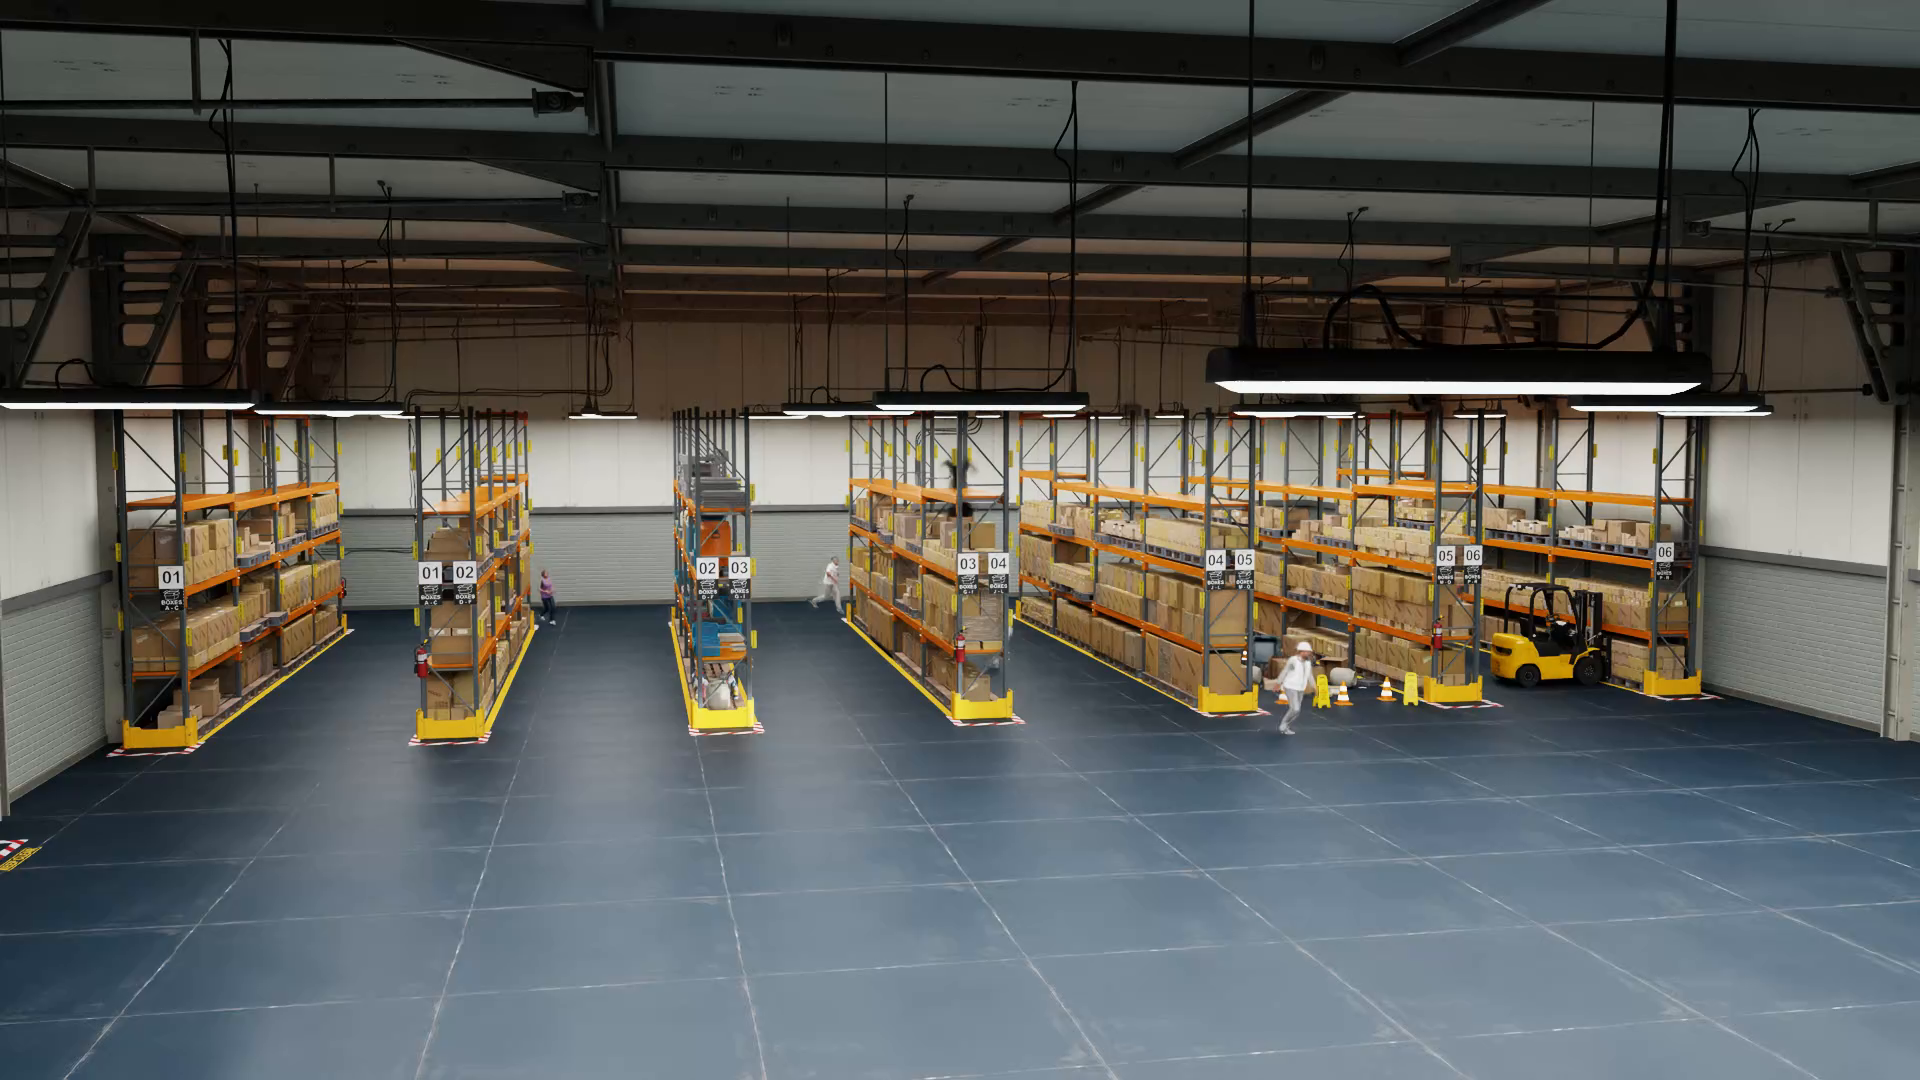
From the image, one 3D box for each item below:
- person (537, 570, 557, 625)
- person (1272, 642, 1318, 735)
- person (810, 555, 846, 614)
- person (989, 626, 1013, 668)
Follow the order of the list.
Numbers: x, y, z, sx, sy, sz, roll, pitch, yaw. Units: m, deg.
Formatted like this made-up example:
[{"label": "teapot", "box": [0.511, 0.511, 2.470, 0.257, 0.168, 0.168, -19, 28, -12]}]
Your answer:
[{"label": "person", "box": [-11.714, 1.625, 46.981, 0.733, 1.549, 0.581, 3, 5, 38]}, {"label": "person", "box": [6.136, 2.706, 30.304, 0.659, 1.729, 0.635, -3, 5, -36]}, {"label": "person", "box": [-3.932, 1.341, 49.662, 1.090, 1.780, 0.672, 1, 4, 8]}, {"label": "person", "box": [0.914, 2.175, 38.503, 0.609, 1.612, 0.660, -1, 4, -8]}]
